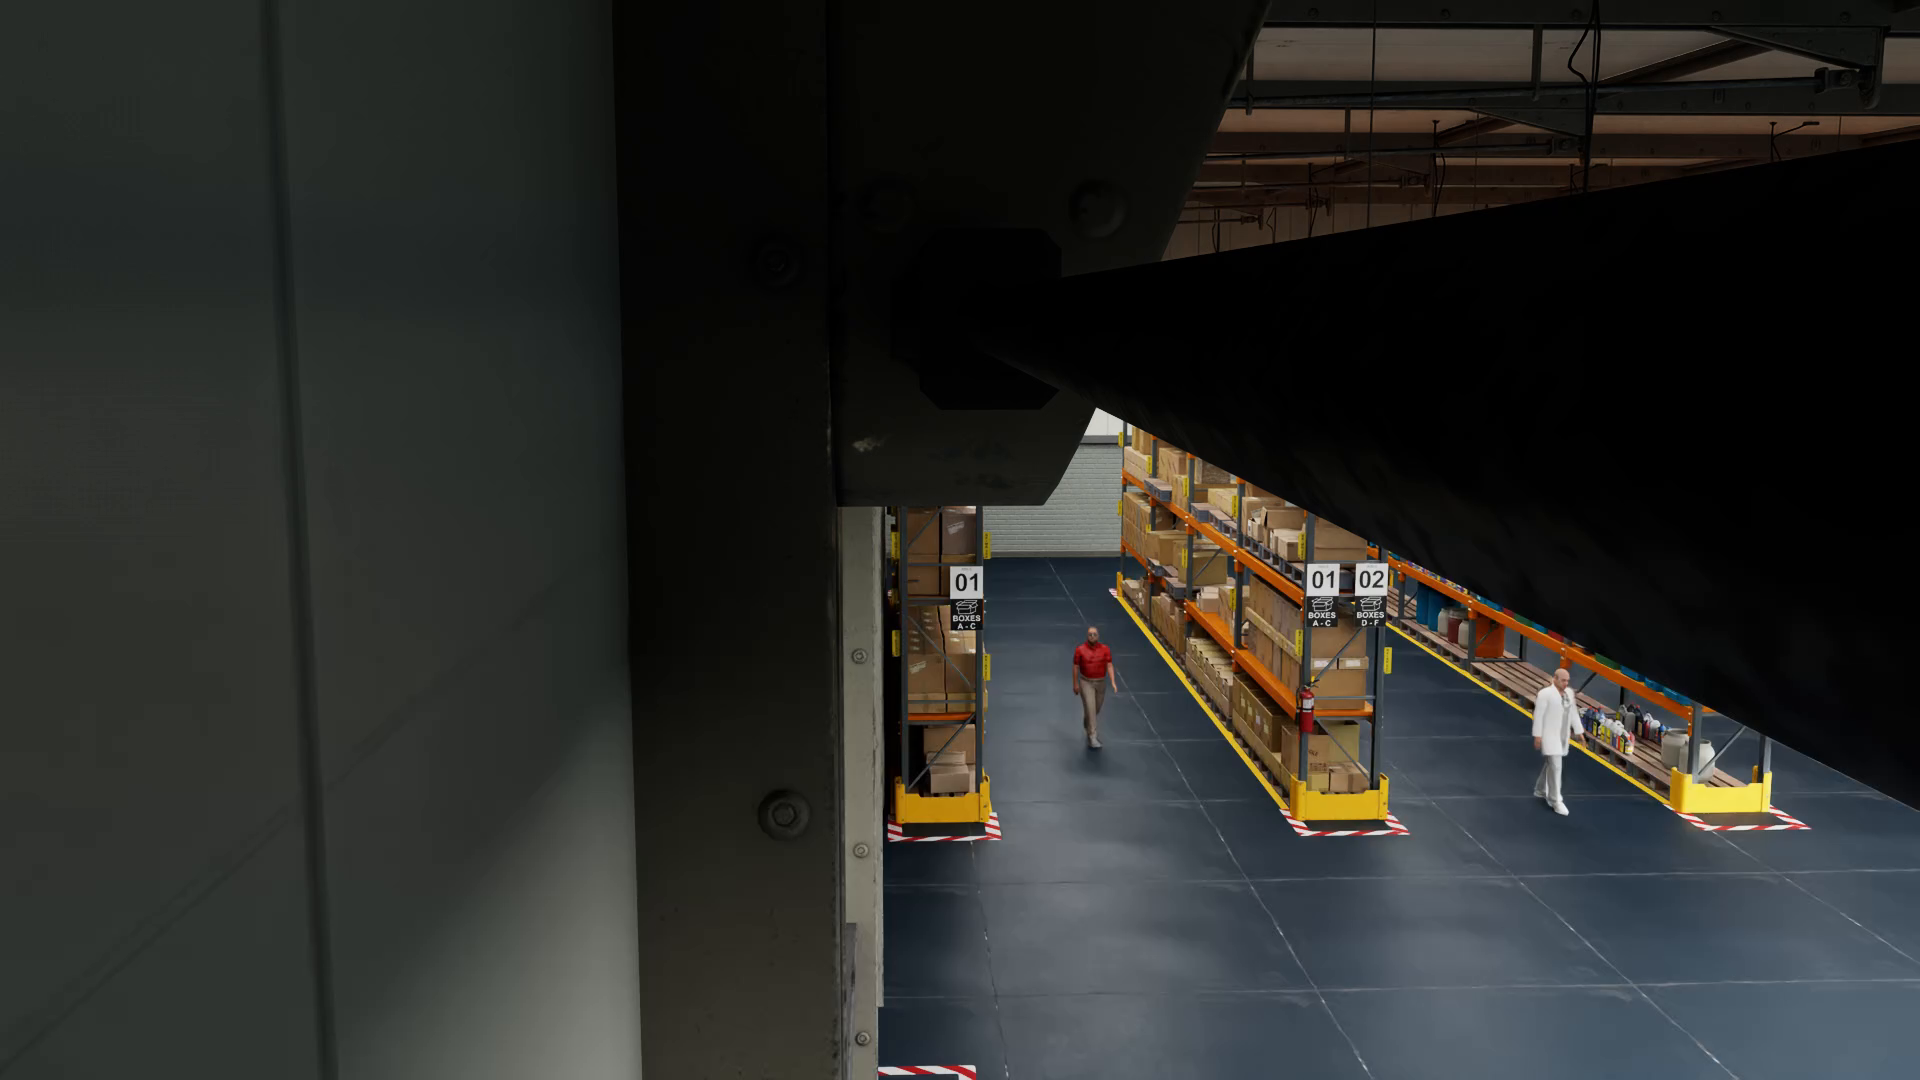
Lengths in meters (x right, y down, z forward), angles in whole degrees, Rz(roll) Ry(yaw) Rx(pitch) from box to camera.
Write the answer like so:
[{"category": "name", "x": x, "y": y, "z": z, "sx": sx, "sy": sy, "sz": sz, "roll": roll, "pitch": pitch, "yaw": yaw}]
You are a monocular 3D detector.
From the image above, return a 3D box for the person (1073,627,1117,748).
[{"category": "person", "x": 1.952, "y": 2.096, "z": 24.179, "sx": 0.541, "sy": 1.668, "sz": 1.054, "roll": -3, "pitch": 8, "yaw": -17}]

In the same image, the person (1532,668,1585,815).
[{"category": "person", "x": 7.573, "y": 2.514, "z": 21.070, "sx": 0.631, "sy": 1.813, "sz": 0.705, "roll": -4, "pitch": 9, "yaw": -27}]
